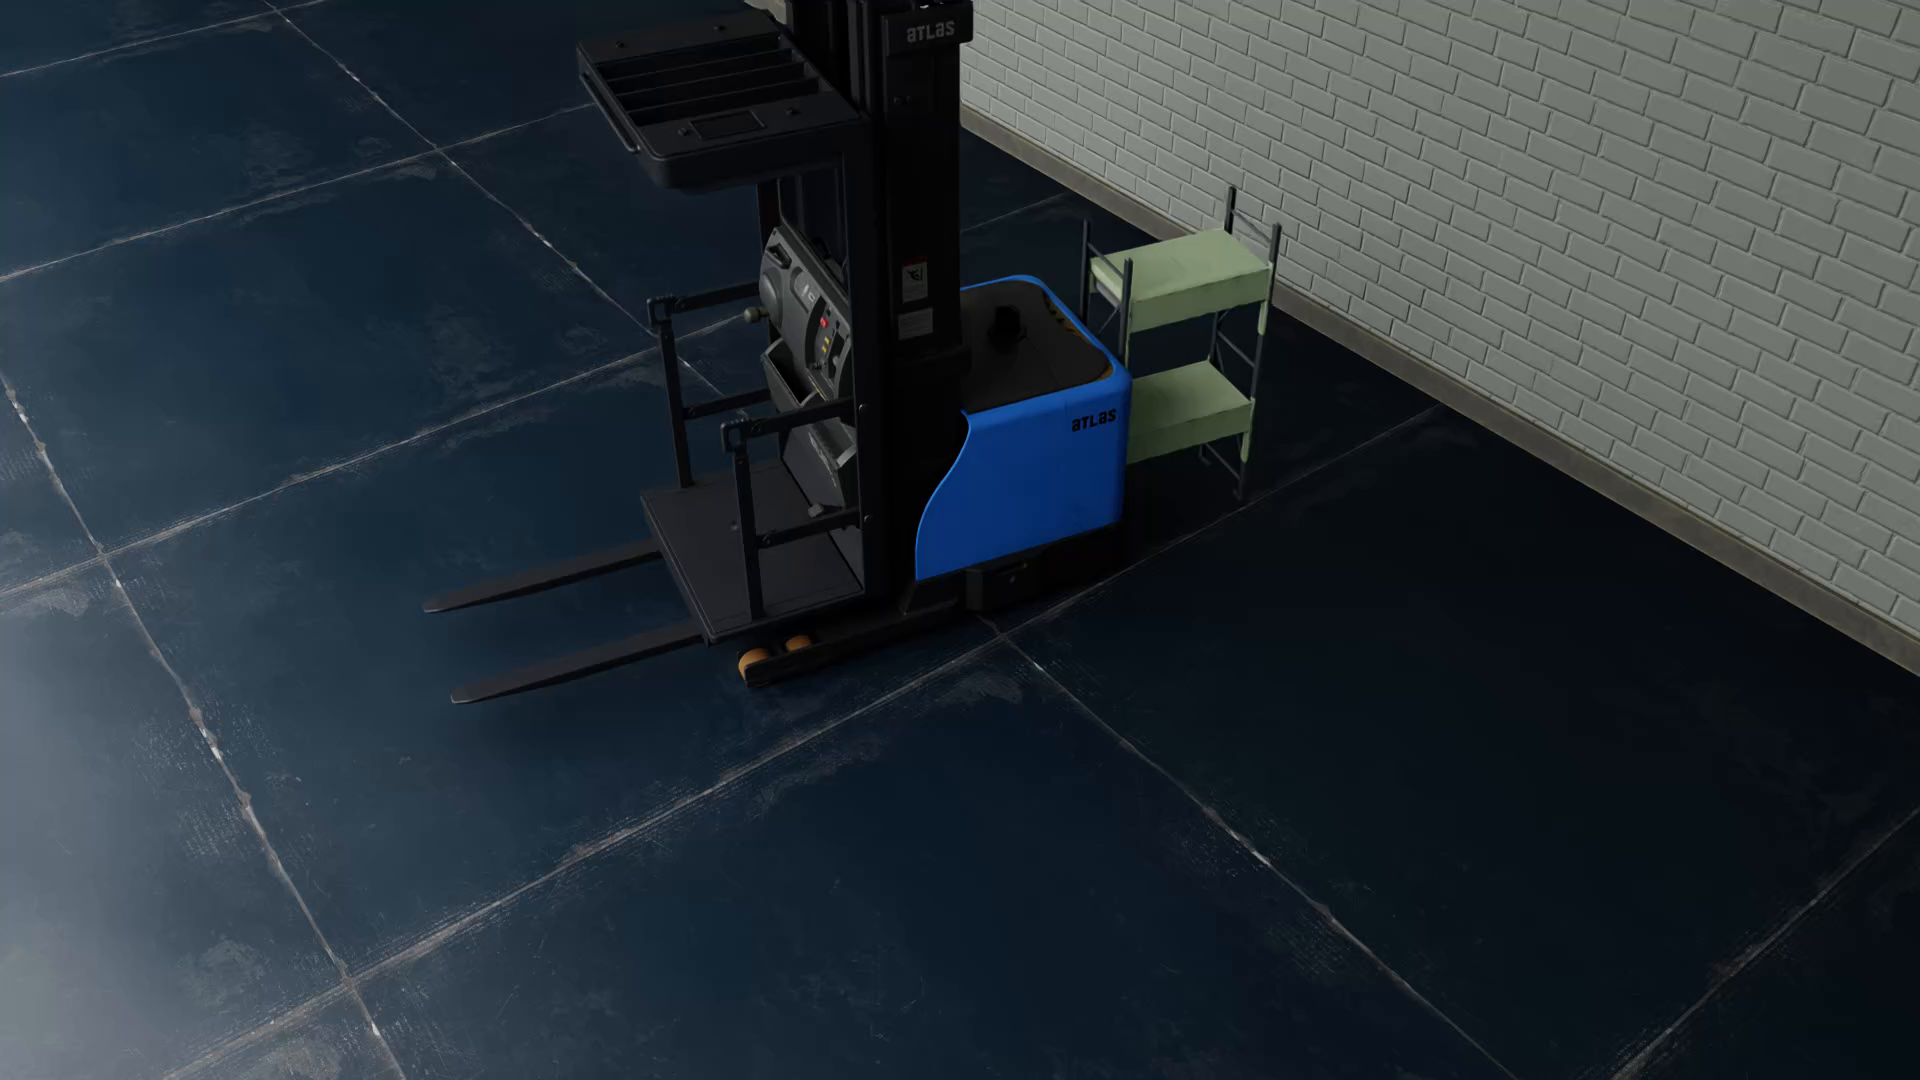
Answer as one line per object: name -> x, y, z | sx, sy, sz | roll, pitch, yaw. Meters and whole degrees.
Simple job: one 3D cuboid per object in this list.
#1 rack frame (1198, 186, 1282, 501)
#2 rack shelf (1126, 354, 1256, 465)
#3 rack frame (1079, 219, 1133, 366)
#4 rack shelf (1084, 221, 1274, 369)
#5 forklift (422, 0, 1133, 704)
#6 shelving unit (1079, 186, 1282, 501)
rack frame -> 1.296, -0.889, 7.784 | 0.023, 1.500, 0.400 | -16, 42, -19
rack shelf -> 0.963, -0.540, 7.874 | 0.720, 0.370, 0.431 | -16, 42, -19
rack frame -> 0.630, -0.696, 7.550 | 0.023, 1.500, 0.400 | -16, 42, -19
rack shelf -> 0.963, -1.094, 7.419 | 0.720, 0.370, 0.431 | -16, 42, -19
forklift -> -0.811, -0.889, 6.656 | 3.031, 2.935, 1.130 | -16, 42, -19
shelving unit -> 0.963, -0.792, 7.667 | 0.755, 1.500, 0.431 | -16, 42, -19
